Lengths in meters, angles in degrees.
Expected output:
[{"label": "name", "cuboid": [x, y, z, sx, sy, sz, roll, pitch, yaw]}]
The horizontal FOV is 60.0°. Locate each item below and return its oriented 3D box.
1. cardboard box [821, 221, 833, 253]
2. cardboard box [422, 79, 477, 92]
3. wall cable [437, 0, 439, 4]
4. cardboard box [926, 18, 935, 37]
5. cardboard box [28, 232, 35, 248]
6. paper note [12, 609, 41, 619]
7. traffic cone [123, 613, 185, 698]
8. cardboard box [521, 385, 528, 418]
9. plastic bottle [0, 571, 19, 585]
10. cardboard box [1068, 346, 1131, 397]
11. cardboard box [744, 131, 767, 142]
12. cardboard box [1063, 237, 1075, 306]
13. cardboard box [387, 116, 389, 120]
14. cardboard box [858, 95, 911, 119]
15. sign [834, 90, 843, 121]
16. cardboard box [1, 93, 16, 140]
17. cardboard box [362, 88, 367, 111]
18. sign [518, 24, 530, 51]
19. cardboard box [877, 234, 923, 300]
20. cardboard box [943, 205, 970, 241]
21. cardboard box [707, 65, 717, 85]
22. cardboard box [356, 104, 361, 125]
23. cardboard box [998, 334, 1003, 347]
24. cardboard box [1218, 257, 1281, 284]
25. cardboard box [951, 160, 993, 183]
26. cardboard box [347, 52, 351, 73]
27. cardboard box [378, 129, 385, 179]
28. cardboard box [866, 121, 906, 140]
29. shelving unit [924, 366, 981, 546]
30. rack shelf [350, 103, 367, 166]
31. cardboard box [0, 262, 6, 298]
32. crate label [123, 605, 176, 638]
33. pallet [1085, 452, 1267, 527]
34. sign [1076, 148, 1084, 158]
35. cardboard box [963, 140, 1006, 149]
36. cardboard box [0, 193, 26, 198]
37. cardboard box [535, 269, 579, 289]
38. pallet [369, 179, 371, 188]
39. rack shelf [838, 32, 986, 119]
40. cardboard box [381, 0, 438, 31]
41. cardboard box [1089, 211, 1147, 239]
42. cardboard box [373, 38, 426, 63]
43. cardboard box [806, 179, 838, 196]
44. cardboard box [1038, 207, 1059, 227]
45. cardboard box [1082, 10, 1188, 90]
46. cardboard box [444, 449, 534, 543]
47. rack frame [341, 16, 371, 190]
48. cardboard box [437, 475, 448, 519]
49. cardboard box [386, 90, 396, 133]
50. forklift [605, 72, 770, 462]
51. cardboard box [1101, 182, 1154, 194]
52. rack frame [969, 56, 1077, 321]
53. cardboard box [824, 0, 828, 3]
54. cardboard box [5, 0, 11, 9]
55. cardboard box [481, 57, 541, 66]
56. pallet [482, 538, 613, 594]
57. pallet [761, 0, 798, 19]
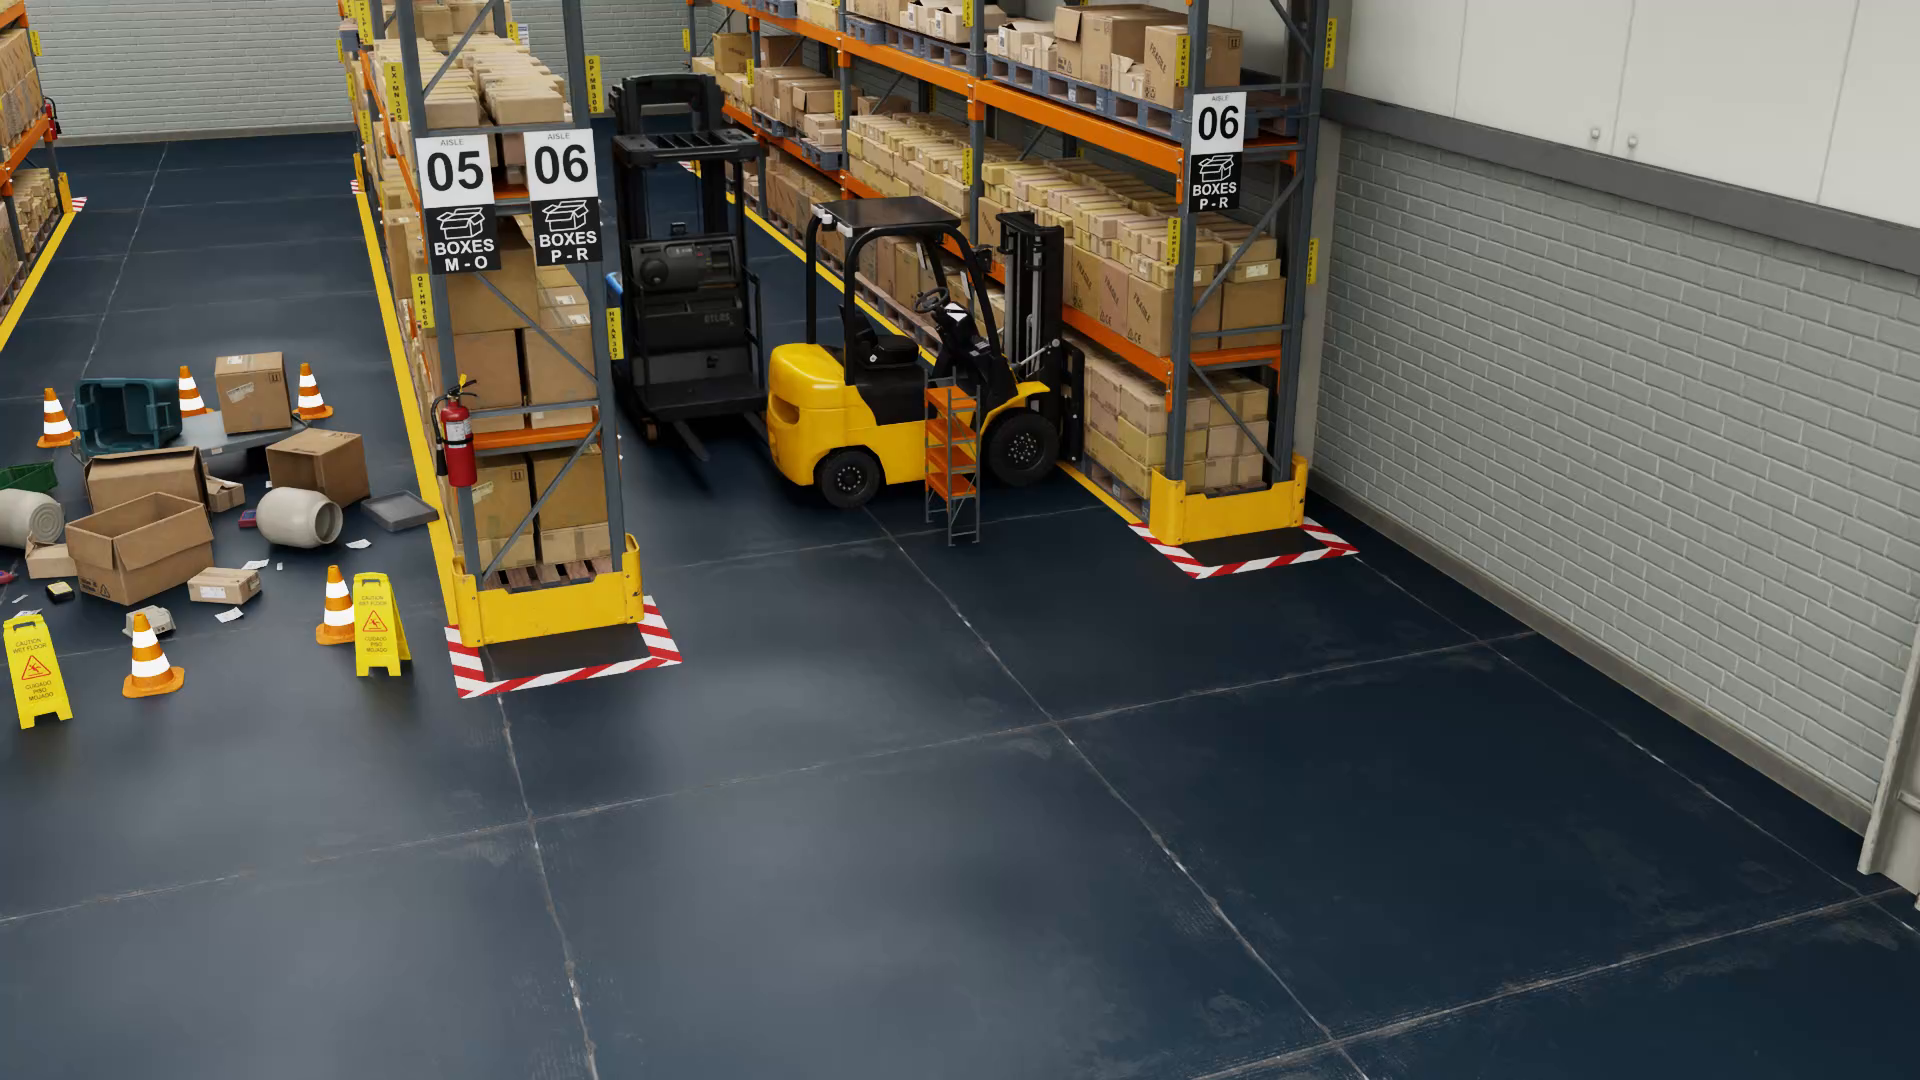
[{"label": "cardboard box", "cuboid": [-1.354, -3.742, 19.943, 0.500, 0.500, 0.500, -9, 24, -20]}, {"label": "cardboard box", "cuboid": [-3.252, -2.808, 10.485, 0.380, 0.149, 0.250, -8, 24, -19]}, {"label": "wall cable", "cuboid": [-8.996, -9.330, 29.215, 0.588, 1.984, 0.122, -8, 24, -19]}, {"label": "cardboard box", "cuboid": [-0.096, -4.803, 15.576, 0.380, 0.149, 0.250, -8, 24, -19]}, {"label": "cardboard box", "cuboid": [-11.409, -3.601, 20.060, 0.380, 0.149, 0.250, -8, 24, -17]}, {"label": "paper note", "cuboid": [-6.199, 0.494, 11.041, 0.144, 0.017, 0.142, 0, 23, -1]}, {"label": "traffic cone", "cuboid": [-4.930, 0.662, 10.083, 0.336, 0.463, 0.334, -8, 24, -19]}, {"label": "cardboard box", "cuboid": [-2.682, -0.929, 10.916, 0.380, 0.149, 0.250, -8, 24, -18]}, {"label": "plastic bottle", "cuboid": [-6.694, 0.272, 11.526, 0.283, 0.061, 0.133, -18, 29, -37]}, {"label": "cardboard box", "cuboid": [1.162, -1.364, 13.337, 0.500, 0.250, 0.500, -8, 24, -18]}, {"label": "cardboard box", "cuboid": [-3.270, -5.790, 24.803, 0.700, 0.500, 0.500, -7, 24, -17]}, {"label": "cardboard box", "cuboid": [1.026, -2.232, 13.554, 0.500, 0.500, 0.500, -8, 24, -19]}, {"label": "cardboard box", "cuboid": [-4.147, -3.273, 12.615, 0.380, 0.149, 0.250, -8, 24, -19]}, {"label": "cardboard box", "cuboid": [-0.872, -4.841, 19.203, 0.500, 0.500, 0.500, -7, 24, -17]}, {"label": "sign", "cuboid": [-1.341, -4.812, 18.415, 0.100, 0.325, 0.005, -8, 24, -19]}, {"label": "cardboard box", "cuboid": [-11.608, -5.024, 19.796, 0.500, 0.500, 0.500, -8, 24, -19]}, {"label": "cardboard box", "cuboid": [-6.095, -4.554, 17.777, 0.500, 0.500, 0.500, -8, 24, -18]}, {"label": "sign", "cuboid": [-7.913, -8.997, 29.856, 0.329, 0.494, 0.001, -8, 24, -19]}, {"label": "cardboard box", "cuboid": [-0.391, -3.027, 18.086, 0.875, 0.625, 0.625, -8, 24, -17]}, {"label": "cardboard box", "cuboid": [0.154, -3.017, 15.740, 0.500, 0.250, 0.500, -8, 24, -18]}, {"label": "cardboard box", "cuboid": [-3.394, -6.799, 24.328, 0.500, 0.250, 0.500, -9, 24, -20]}, {"label": "cardboard box", "cuboid": [-7.000, -5.126, 20.100, 0.500, 0.250, 0.500, -9, 24, -21]}, {"label": "cardboard box", "cuboid": [0.638, -1.695, 14.766, 0.500, 0.250, 0.500, -8, 24, -19]}, {"label": "cardboard box", "cuboid": [2.112, -1.990, 12.144, 0.380, 0.149, 0.250, -9, 24, -20]}, {"label": "cardboard box", "cuboid": [0.140, -3.469, 15.655, 0.380, 0.149, 0.250, -9, 24, -20]}, {"label": "cardboard box", "cuboid": [-7.677, -6.173, 21.618, 0.500, 0.500, 0.500, -8, 24, -18]}, {"label": "cardboard box", "cuboid": [-5.346, -3.703, 16.122, 0.500, 0.500, 0.500, -7, 24, -16]}, {"label": "cardboard box", "cuboid": [-0.789, -4.395, 17.851, 0.380, 0.149, 0.250, -8, 24, -18]}, {"label": "shelving unit", "cuboid": [-0.059, -0.613, 12.160, 0.258, 1.200, 0.503, -8, 24, -19]}, {"label": "rack shelf", "cuboid": [-7.599, -5.559, 22.503, 1.077, 0.370, 4.000, -8, 24, -19]}, {"label": "cardboard box", "cuboid": [-10.632, -2.882, 17.902, 0.500, 0.500, 0.500, -9, 24, -20]}, {"label": "crate label", "cuboid": [-5.266, 0.535, 10.804, 0.298, 0.136, 0.250, 18, 29, 36]}, {"label": "pallet", "cuboid": [1.680, -0.473, 13.100, 1.003, 0.211, 1.213, -8, 24, -19]}, {"label": "sign", "cuboid": [1.095, -3.451, 15.360, 0.100, 0.325, 0.005, -8, 24, -19]}, {"label": "cardboard box", "cuboid": [0.252, -3.912, 16.705, 0.380, 0.149, 0.250, -9, 24, -19]}, {"label": "cardboard box", "cuboid": [-11.893, -4.232, 20.792, 0.380, 0.149, 0.250, -9, 25, -21]}, {"label": "cardboard box", "cuboid": [-2.928, -1.569, 11.600, 0.500, 0.500, 0.500, -9, 24, -20]}, {"label": "pallet", "cuboid": [-7.949, -5.052, 23.965, 1.003, 0.211, 1.213, -8, 24, -19]}, {"label": "rack shelf", "cuboid": [-0.130, -4.717, 16.643, 1.077, 0.370, 4.000, -8, 24, -19]}, {"label": "cardboard box", "cuboid": [-4.771, -4.555, 14.341, 0.500, 0.250, 0.500, -8, 24, -18]}, {"label": "cardboard box", "cuboid": [1.218, -2.426, 12.797, 0.380, 0.149, 0.250, -8, 24, -18]}, {"label": "cardboard box", "cuboid": [-4.260, -3.731, 12.676, 0.380, 0.149, 0.250, -9, 24, -20]}, {"label": "cardboard box", "cuboid": [-1.690, -4.363, 20.583, 0.380, 0.149, 0.250, -10, 25, -22]}, {"label": "cardboard box", "cuboid": [0.868, -2.663, 13.743, 0.380, 0.149, 0.250, -9, 25, -21]}, {"label": "cardboard box", "cuboid": [1.337, -3.667, 12.428, 0.700, 0.500, 0.500, -8, 24, -19]}, {"label": "cardboard box", "cuboid": [-3.180, -0.331, 11.207, 0.500, 0.500, 0.500, -8, 24, -19]}, {"label": "rack frame", "cuboid": [-8.305, -6.617, 24.087, 1.000, 3.000, 0.127, -8, 24, -19]}, {"label": "cardboard box", "cuboid": [-3.556, -0.365, 12.254, 0.500, 0.250, 0.500, -9, 25, -21]}, {"label": "cardboard box", "cuboid": [-3.631, -2.956, 11.350, 0.500, 0.250, 0.500, -8, 24, -18]}, {"label": "forklift", "cuboid": [-2.279, -2.364, 14.085, 1.130, 2.935, 3.031, -9, 24, -20]}, {"label": "cardboard box", "cuboid": [1.394, -2.877, 13.867, 0.380, 0.149, 0.250, -9, 24, -20]}, {"label": "rack frame", "cuboid": [0.576, -2.939, 15.361, 1.000, 3.000, 0.127, -8, 24, -19]}, {"label": "cardboard box", "cuboid": [-1.329, -6.181, 18.871, 0.380, 0.149, 0.250, -8, 24, -18]}, {"label": "cardboard box", "cuboid": [-12.142, -6.719, 20.660, 0.500, 0.250, 0.500, -7, 24, -17]}, {"label": "cardboard box", "cuboid": [-3.113, -3.255, 11.546, 0.380, 0.149, 0.250, -8, 24, -18]}, {"label": "pallet", "cuboid": [-2.934, 0.154, 11.613, 1.003, 0.211, 1.213, -8, 24, -19]}, {"label": "pallet", "cuboid": [-1.716, -6.519, 20.234, 1.213, 0.211, 1.003, -8, 24, -19]}]
